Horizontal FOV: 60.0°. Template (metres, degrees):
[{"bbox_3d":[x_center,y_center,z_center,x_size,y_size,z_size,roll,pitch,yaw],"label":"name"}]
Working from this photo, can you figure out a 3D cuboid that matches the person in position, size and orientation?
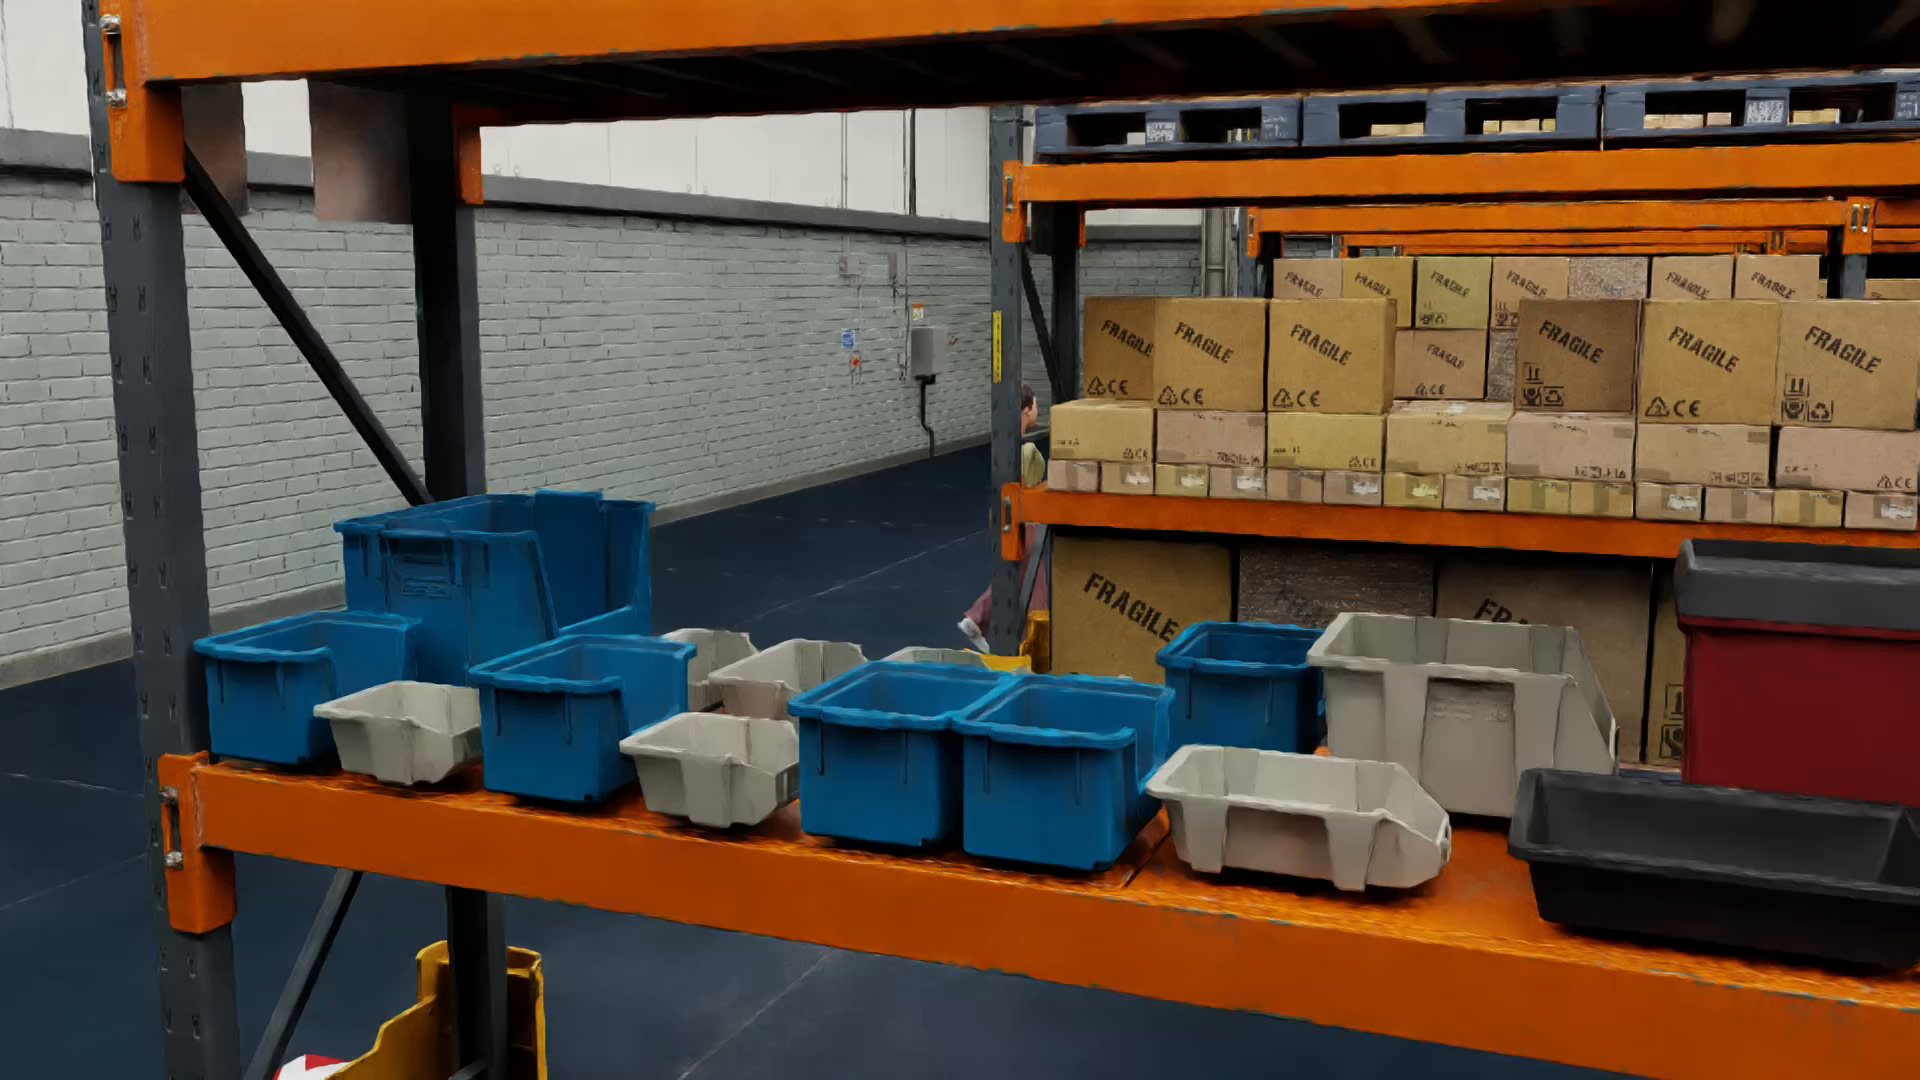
[{"bbox_3d":[0.306,-0.059,9.713,0.589,1.641,0.600,-4,9,-22],"label":"person"}]
